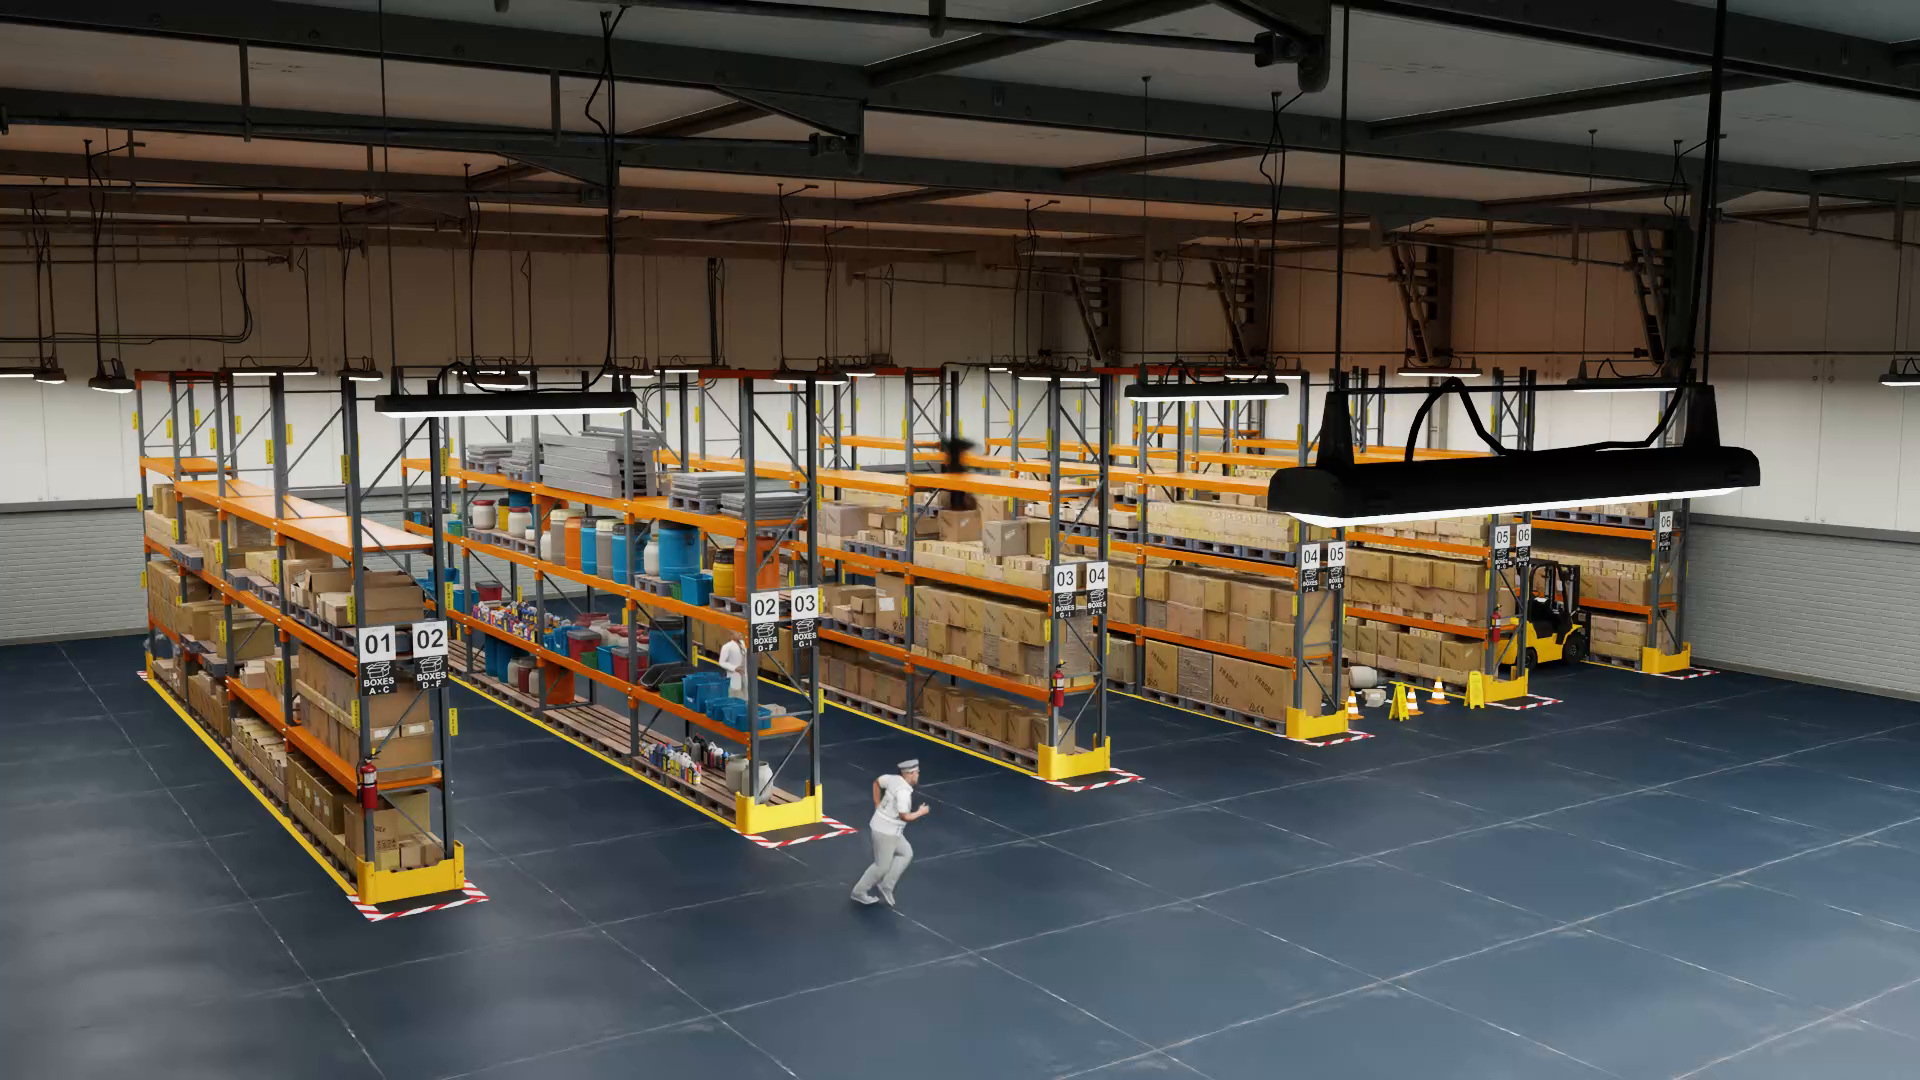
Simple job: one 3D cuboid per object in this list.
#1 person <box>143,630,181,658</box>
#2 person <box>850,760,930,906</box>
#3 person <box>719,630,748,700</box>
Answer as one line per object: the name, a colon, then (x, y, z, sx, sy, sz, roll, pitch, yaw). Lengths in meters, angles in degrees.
person: (-16.429, 1.600, 34.343, 0.885, 1.745, 0.681, 1, 7, 8)
person: (-0.803, 3.383, 19.062, 0.926, 1.723, 0.670, -1, 7, -9)
person: (-3.724, 2.333, 27.772, 0.911, 1.790, 0.719, 6, 9, 41)
